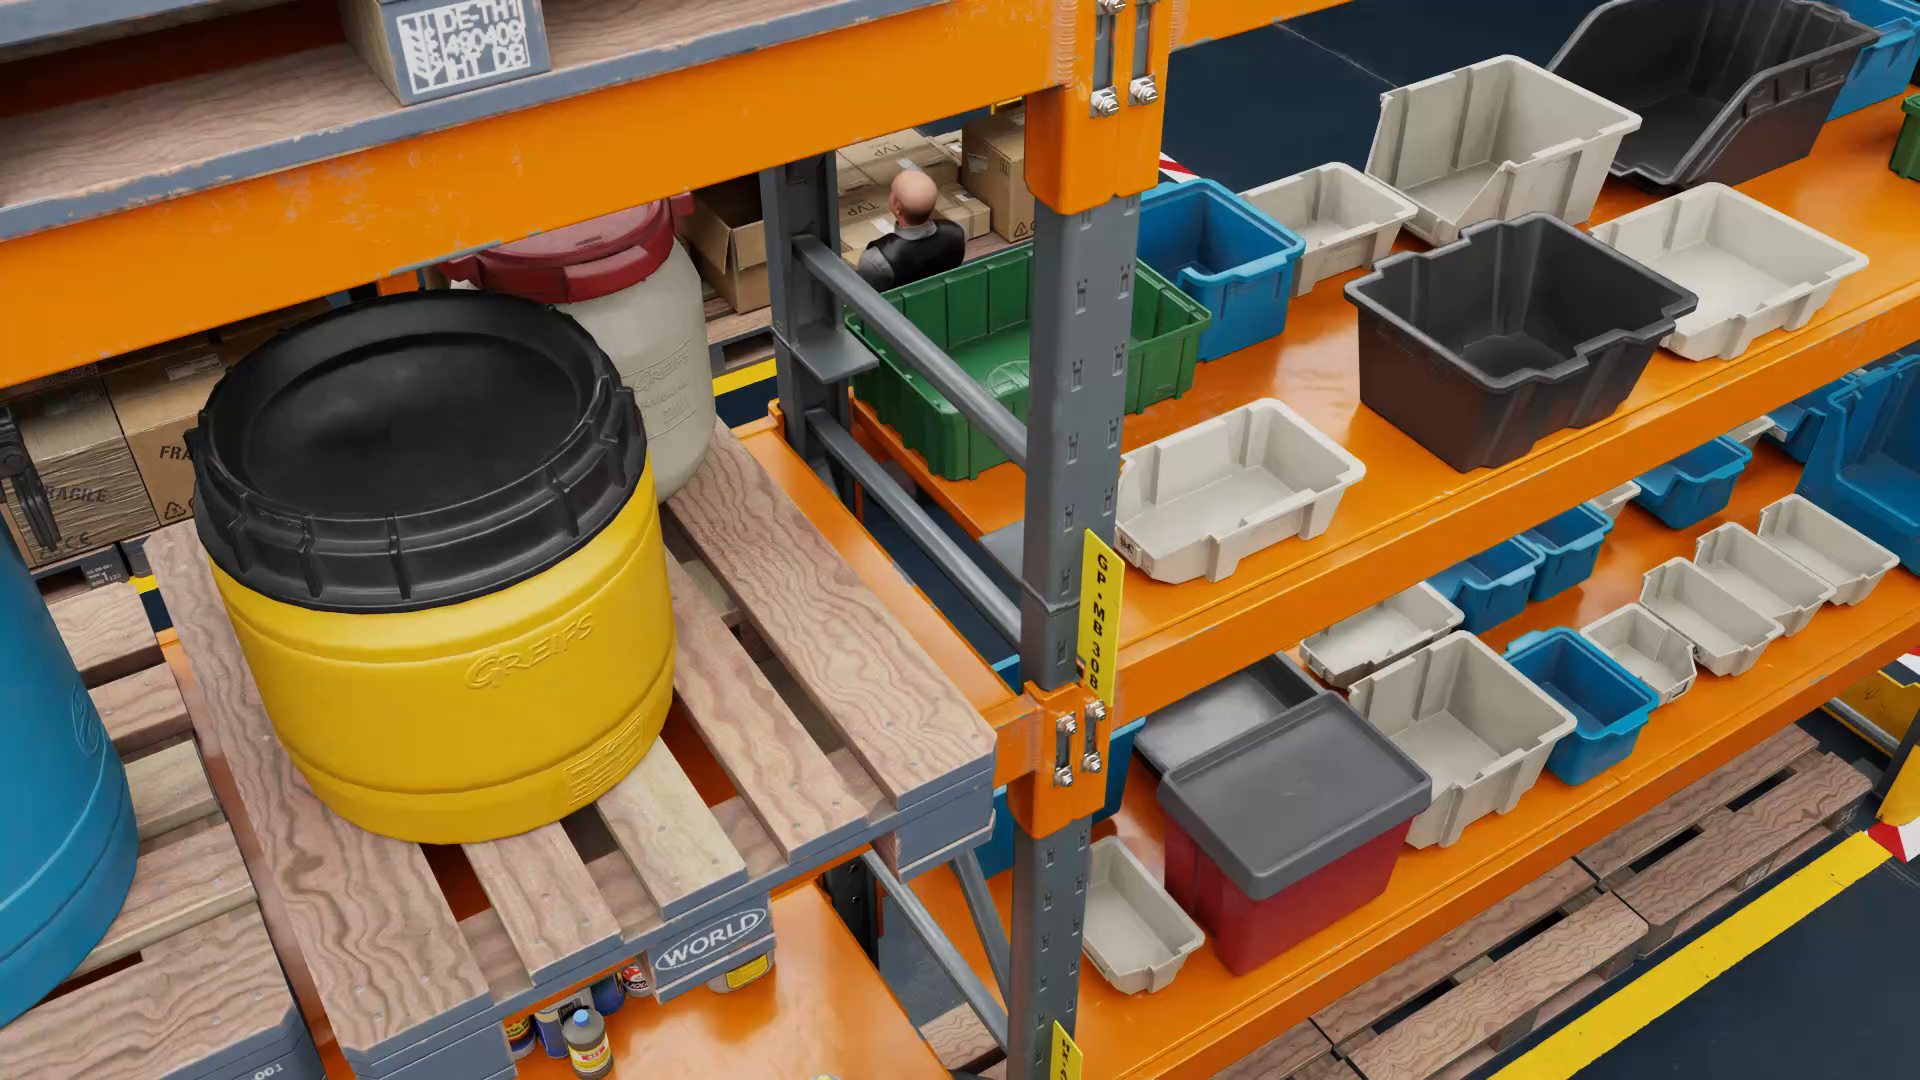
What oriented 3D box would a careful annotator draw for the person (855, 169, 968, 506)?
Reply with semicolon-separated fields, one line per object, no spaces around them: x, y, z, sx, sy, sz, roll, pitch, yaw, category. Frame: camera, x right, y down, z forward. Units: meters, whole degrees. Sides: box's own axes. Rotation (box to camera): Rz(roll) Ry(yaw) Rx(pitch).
-0.260;-0.885;7.219;0.494;1.712;0.551;-22;45;-24;person
